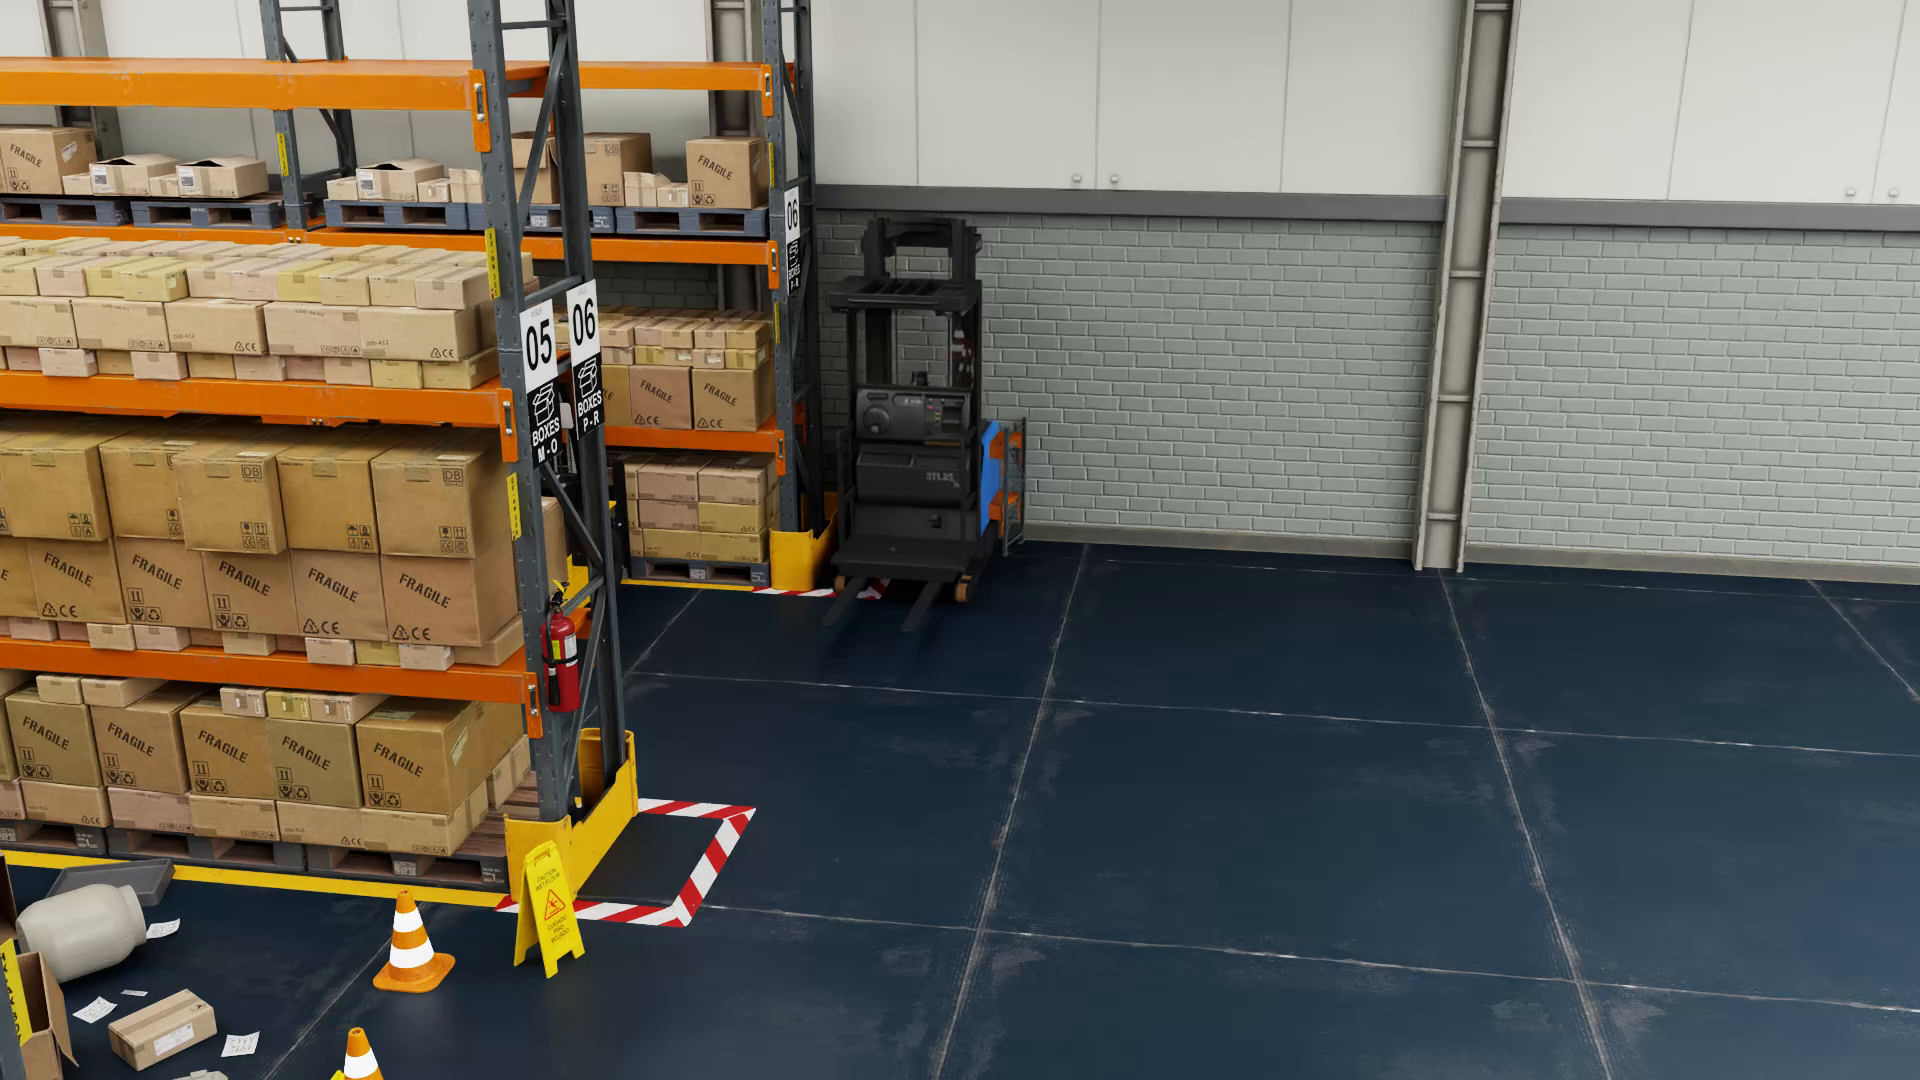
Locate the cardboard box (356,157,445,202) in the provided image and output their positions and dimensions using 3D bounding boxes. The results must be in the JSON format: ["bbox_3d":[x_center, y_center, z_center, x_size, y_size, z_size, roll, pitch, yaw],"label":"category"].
[{"bbox_3d":[-4.485,-2.903,13.346,0.500,0.311,0.500,3,19,10],"label":"cardboard box"}]

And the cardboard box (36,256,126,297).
[{"bbox_3d":[-4.497,-1.354,8.535,0.250,0.149,0.380,3,19,8],"label":"cardboard box"}]

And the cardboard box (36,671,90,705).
[{"bbox_3d":[-4.890,0.767,9.251,0.250,0.149,0.380,4,19,11],"label":"cardboard box"}]

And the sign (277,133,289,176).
[{"bbox_3d":[-5.344,-3.041,13.126,0.005,0.325,0.100,3,19,9],"label":"sign"}]

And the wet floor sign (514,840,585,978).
[{"bbox_3d":[-2.084,1.823,8.337,0.232,0.644,0.267,10,21,27],"label":"wet floor sign"}]

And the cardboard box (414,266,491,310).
[{"bbox_3d":[-2.482,-1.244,8.206,0.250,0.149,0.380,3,19,9],"label":"cardboard box"}]

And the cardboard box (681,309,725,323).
[{"bbox_3d":[-2.132,-1.806,13.824,0.250,0.149,0.380,3,19,10],"label":"cardboard box"}]

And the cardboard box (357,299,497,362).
[{"bbox_3d":[-2.650,-1.072,8.319,0.500,0.250,0.500,3,19,8],"label":"cardboard box"}]

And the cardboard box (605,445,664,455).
[{"bbox_3d":[-2.748,-0.699,14.260,0.500,0.250,0.500,3,19,8],"label":"cardboard box"}]

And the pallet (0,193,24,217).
[{"bbox_3d":[-8.532,-2.923,14.381,1.003,0.211,1.213,4,19,11],"label":"pallet"}]

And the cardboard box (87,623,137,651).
[{"bbox_3d":[-4.529,0.463,9.086,0.250,0.149,0.380,3,19,9],"label":"cardboard box"}]

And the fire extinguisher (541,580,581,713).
[{"bbox_3d":[-2.062,0.549,8.557,0.183,0.674,0.296,3,19,9],"label":"fire extinguisher"}]

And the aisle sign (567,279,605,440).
[{"bbox_3d":[-1.991,-0.965,8.862,0.004,0.787,0.394,3,19,9],"label":"aisle sign"}]

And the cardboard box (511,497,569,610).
[{"bbox_3d":[-2.525,0.063,9.262,0.500,0.500,0.500,3,19,8],"label":"cardboard box"}]

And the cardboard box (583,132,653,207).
[{"bbox_3d":[-2.789,-2.939,13.154,0.500,0.500,0.700,3,19,9],"label":"cardboard box"}]

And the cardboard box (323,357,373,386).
[{"bbox_3d":[-3.006,-0.898,8.428,0.250,0.149,0.380,3,19,10],"label":"cardboard box"}]

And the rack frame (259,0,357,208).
[{"bbox_3d":[-5.267,-4.240,13.292,0.127,3.000,1.000,3,19,9],"label":"rack frame"}]

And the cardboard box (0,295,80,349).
[{"bbox_3d":[-4.657,-1.172,8.617,0.500,0.250,0.500,3,19,9],"label":"cardboard box"}]

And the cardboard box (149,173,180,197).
[{"bbox_3d":[-6.401,-2.905,13.606,0.250,0.149,0.380,3,19,9],"label":"cardboard box"}]

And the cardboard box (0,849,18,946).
[{"bbox_3d":[-5.209,1.825,8.557,0.500,0.500,0.500,-15,24,-38],"label":"cardboard box"}]

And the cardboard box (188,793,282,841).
[{"bbox_3d":[-3.970,1.457,9.392,0.500,0.250,0.500,2,19,7],"label":"cardboard box"}]

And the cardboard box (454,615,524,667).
[{"bbox_3d":[-2.505,0.529,8.890,0.250,0.149,0.380,4,19,10],"label":"cardboard box"}]

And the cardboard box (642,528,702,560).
[{"bbox_3d":[-2.321,-0.041,13.870,0.500,0.250,0.500,3,19,9],"label":"cardboard box"}]

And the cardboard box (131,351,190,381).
[{"bbox_3d":[-4.022,-0.935,8.539,0.250,0.149,0.380,3,19,8],"label":"cardboard box"}]

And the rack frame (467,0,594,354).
[{"bbox_3d":[-2.102,-2.483,8.042,0.127,3.000,1.000,3,19,9],"label":"rack frame"}]

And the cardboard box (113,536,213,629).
[{"bbox_3d":[-4.166,0.148,9.007,0.500,0.500,0.500,3,19,9],"label":"cardboard box"}]

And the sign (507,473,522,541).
[{"bbox_3d":[-2.209,-0.164,8.243,0.005,0.325,0.100,3,19,9],"label":"sign"}]

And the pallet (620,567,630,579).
[{"bbox_3d":[-3.281,0.042,14.346,1.213,0.211,1.003,3,19,9],"label":"pallet"}]

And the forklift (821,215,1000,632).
[{"bbox_3d":[-0.413,-1.007,13.194,1.130,2.935,3.031,3,19,10],"label":"forklift"}]

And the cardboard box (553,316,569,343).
[{"bbox_3d":[-3.220,-1.717,13.558,0.250,0.149,0.380,3,19,9],"label":"cardboard box"}]

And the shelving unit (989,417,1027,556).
[{"bbox_3d":[0.000,-0.521,14.537,1.048,1.125,0.538,7,18,20],"label":"shelving unit"}]

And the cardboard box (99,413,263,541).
[{"bbox_3d":[-4.129,-0.348,8.913,0.500,0.500,0.700,3,19,8],"label":"cardboard box"}]

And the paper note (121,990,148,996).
[{"bbox_3d":[-4.047,2.220,8.151,0.123,0.001,0.032,3,19,9],"label":"paper note"}]

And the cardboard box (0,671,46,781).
[{"bbox_3d":[-5.511,1.024,9.505,0.500,0.500,0.500,4,19,11],"label":"cardboard box"}]

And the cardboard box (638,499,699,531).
[{"bbox_3d":[-2.342,-0.281,13.798,0.500,0.250,0.500,3,19,8],"label":"cardboard box"}]

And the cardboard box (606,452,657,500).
[{"bbox_3d":[-2.827,-0.534,13.768,0.500,0.250,0.500,3,19,9],"label":"cardboard box"}]

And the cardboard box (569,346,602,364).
[{"bbox_3d":[-2.975,-1.535,13.483,0.250,0.149,0.380,3,19,9],"label":"cardboard box"}]

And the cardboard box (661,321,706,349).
[{"bbox_3d":[-2.216,-1.649,13.355,0.250,0.149,0.380,3,19,10],"label":"cardboard box"}]

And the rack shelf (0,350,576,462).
[{"bbox_3d":[-4.076,-0.820,8.933,4.000,0.370,1.077,3,19,9],"label":"rack shelf"}]

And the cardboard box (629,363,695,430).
[{"bbox_3d":[-2.356,-1.212,13.541,0.500,0.500,0.500,4,19,10],"label":"cardboard box"}]

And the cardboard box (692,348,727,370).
[{"bbox_3d":[-1.962,-1.482,13.324,0.250,0.149,0.380,3,19,10],"label":"cardboard box"}]

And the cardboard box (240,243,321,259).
[{"bbox_3d":[-3.649,-1.498,8.965,0.250,0.149,0.380,3,19,10],"label":"cardboard box"}]

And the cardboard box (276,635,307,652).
[{"bbox_3d":[-3.512,0.471,9.063,0.250,0.149,0.380,3,19,9],"label":"cardboard box"}]

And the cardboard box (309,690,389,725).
[{"bbox_3d":[-3.307,0.847,9.010,0.250,0.149,0.380,3,19,10],"label":"cardboard box"}]

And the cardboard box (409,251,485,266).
[{"bbox_3d":[-2.671,-1.409,8.699,0.250,0.149,0.380,3,19,8],"label":"cardboard box"}]

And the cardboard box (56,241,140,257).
[{"bbox_3d":[-4.672,-1.526,9.047,0.250,0.149,0.380,3,19,8],"label":"cardboard box"}]

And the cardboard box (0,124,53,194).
[{"bbox_3d":[-8.026,-3.205,13.952,0.500,0.500,0.700,3,19,8],"label":"cardboard box"}]

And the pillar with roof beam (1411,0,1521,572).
[{"bbox_3d":[3.379,-2.705,8.705,0.400,9.000,9.100,3,19,9],"label":"pillar with roof beam"}]

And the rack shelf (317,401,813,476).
[{"bbox_3d":[-3.293,-0.953,14.057,4.000,0.370,1.077,3,19,9],"label":"rack shelf"}]

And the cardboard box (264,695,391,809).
[{"bbox_3d":[-3.450,1.127,9.196,0.500,0.500,0.500,4,19,11],"label":"cardboard box"}]

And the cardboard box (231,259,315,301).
[{"bbox_3d":[-3.468,-1.320,8.432,0.250,0.149,0.380,3,19,9],"label":"cardboard box"}]

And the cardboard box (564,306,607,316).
[{"bbox_3d":[-3.138,-1.860,13.986,0.250,0.149,0.380,3,19,9],"label":"cardboard box"}]

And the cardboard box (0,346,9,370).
[{"bbox_3d":[-5.029,-1.017,8.783,0.250,0.149,0.380,3,19,10],"label":"cardboard box"}]

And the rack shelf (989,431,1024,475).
[{"bbox_3d":[0.003,-0.802,14.454,1.000,0.278,0.538,7,18,20],"label":"rack shelf"}]
